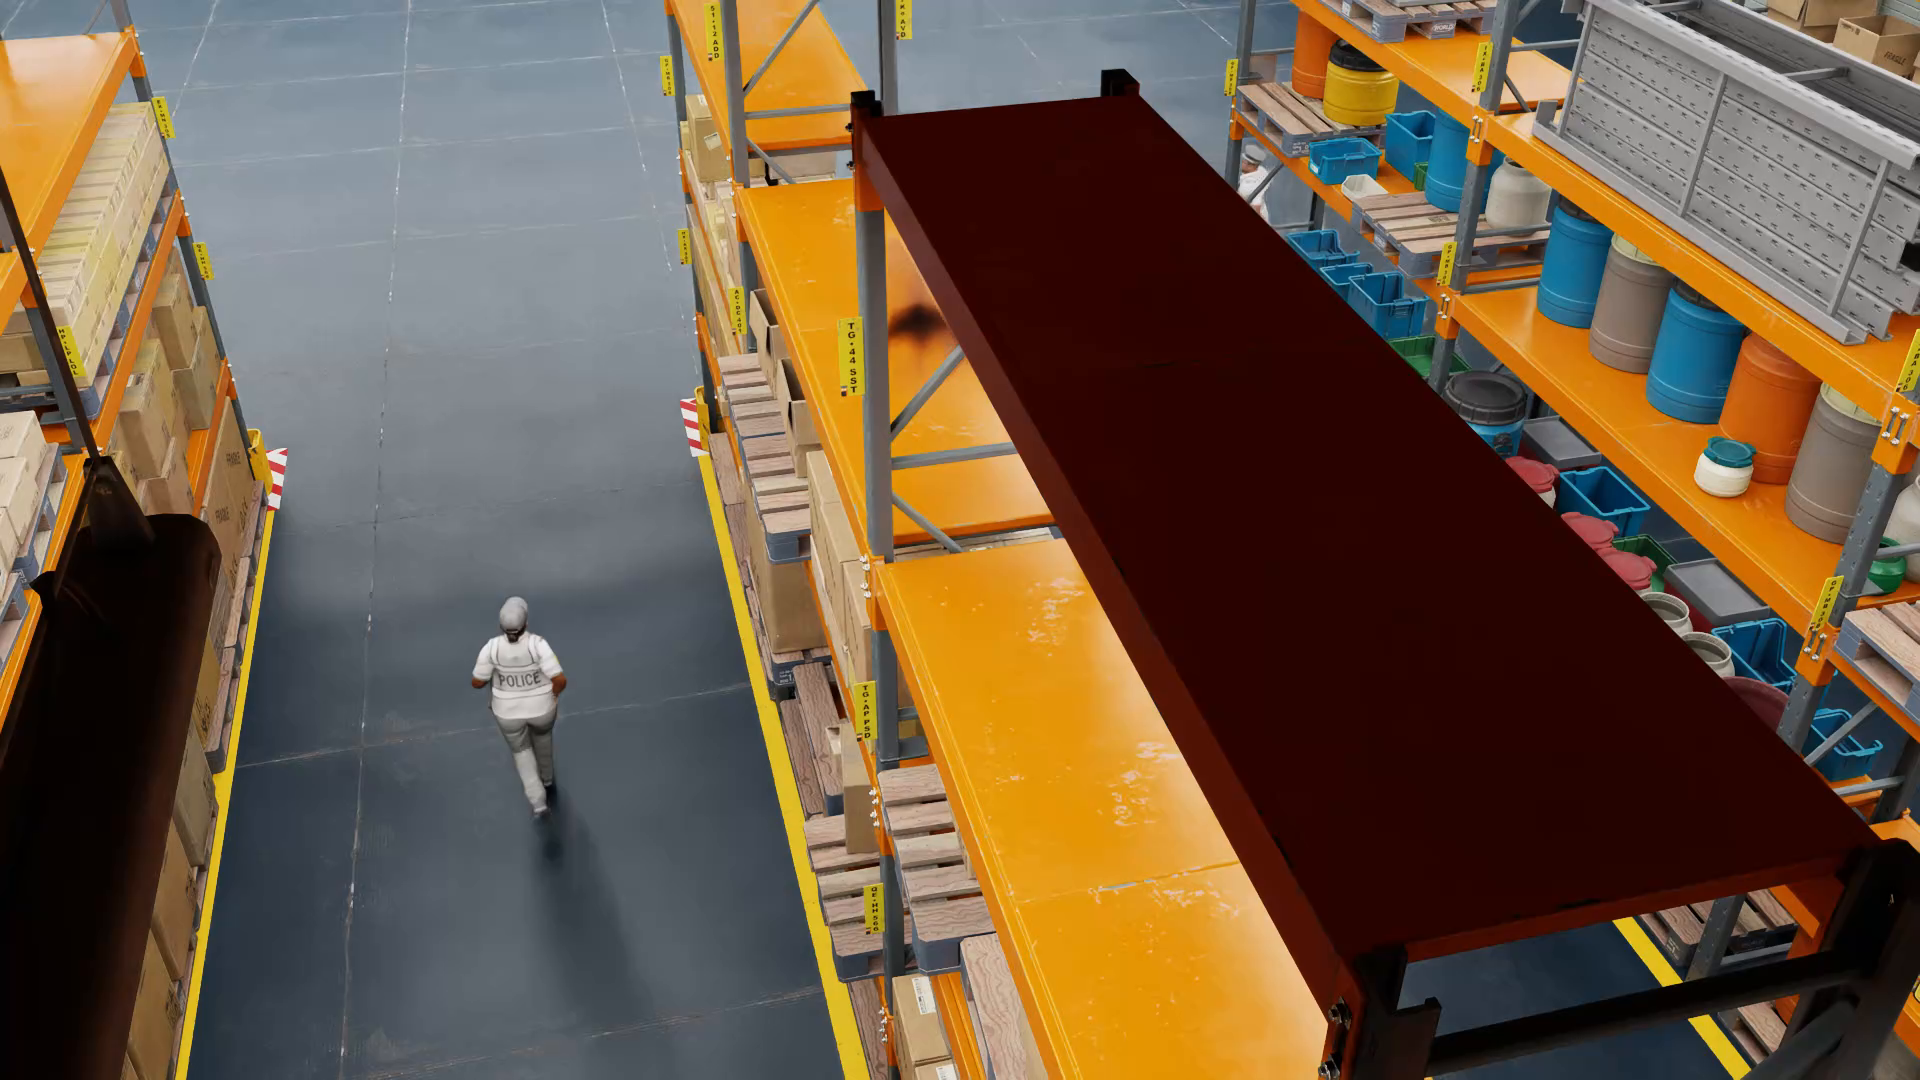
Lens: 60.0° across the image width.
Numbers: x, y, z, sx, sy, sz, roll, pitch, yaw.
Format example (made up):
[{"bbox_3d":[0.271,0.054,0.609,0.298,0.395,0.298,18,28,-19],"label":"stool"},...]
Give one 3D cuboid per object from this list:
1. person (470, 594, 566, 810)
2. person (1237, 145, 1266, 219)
[{"bbox_3d":[-2.889,1.117,11.032,0.601,1.667,0.756,-9,35,-12],"label":"person"},{"bbox_3d":[2.977,-3.244,17.297,0.818,1.770,0.715,14,37,19],"label":"person"}]
